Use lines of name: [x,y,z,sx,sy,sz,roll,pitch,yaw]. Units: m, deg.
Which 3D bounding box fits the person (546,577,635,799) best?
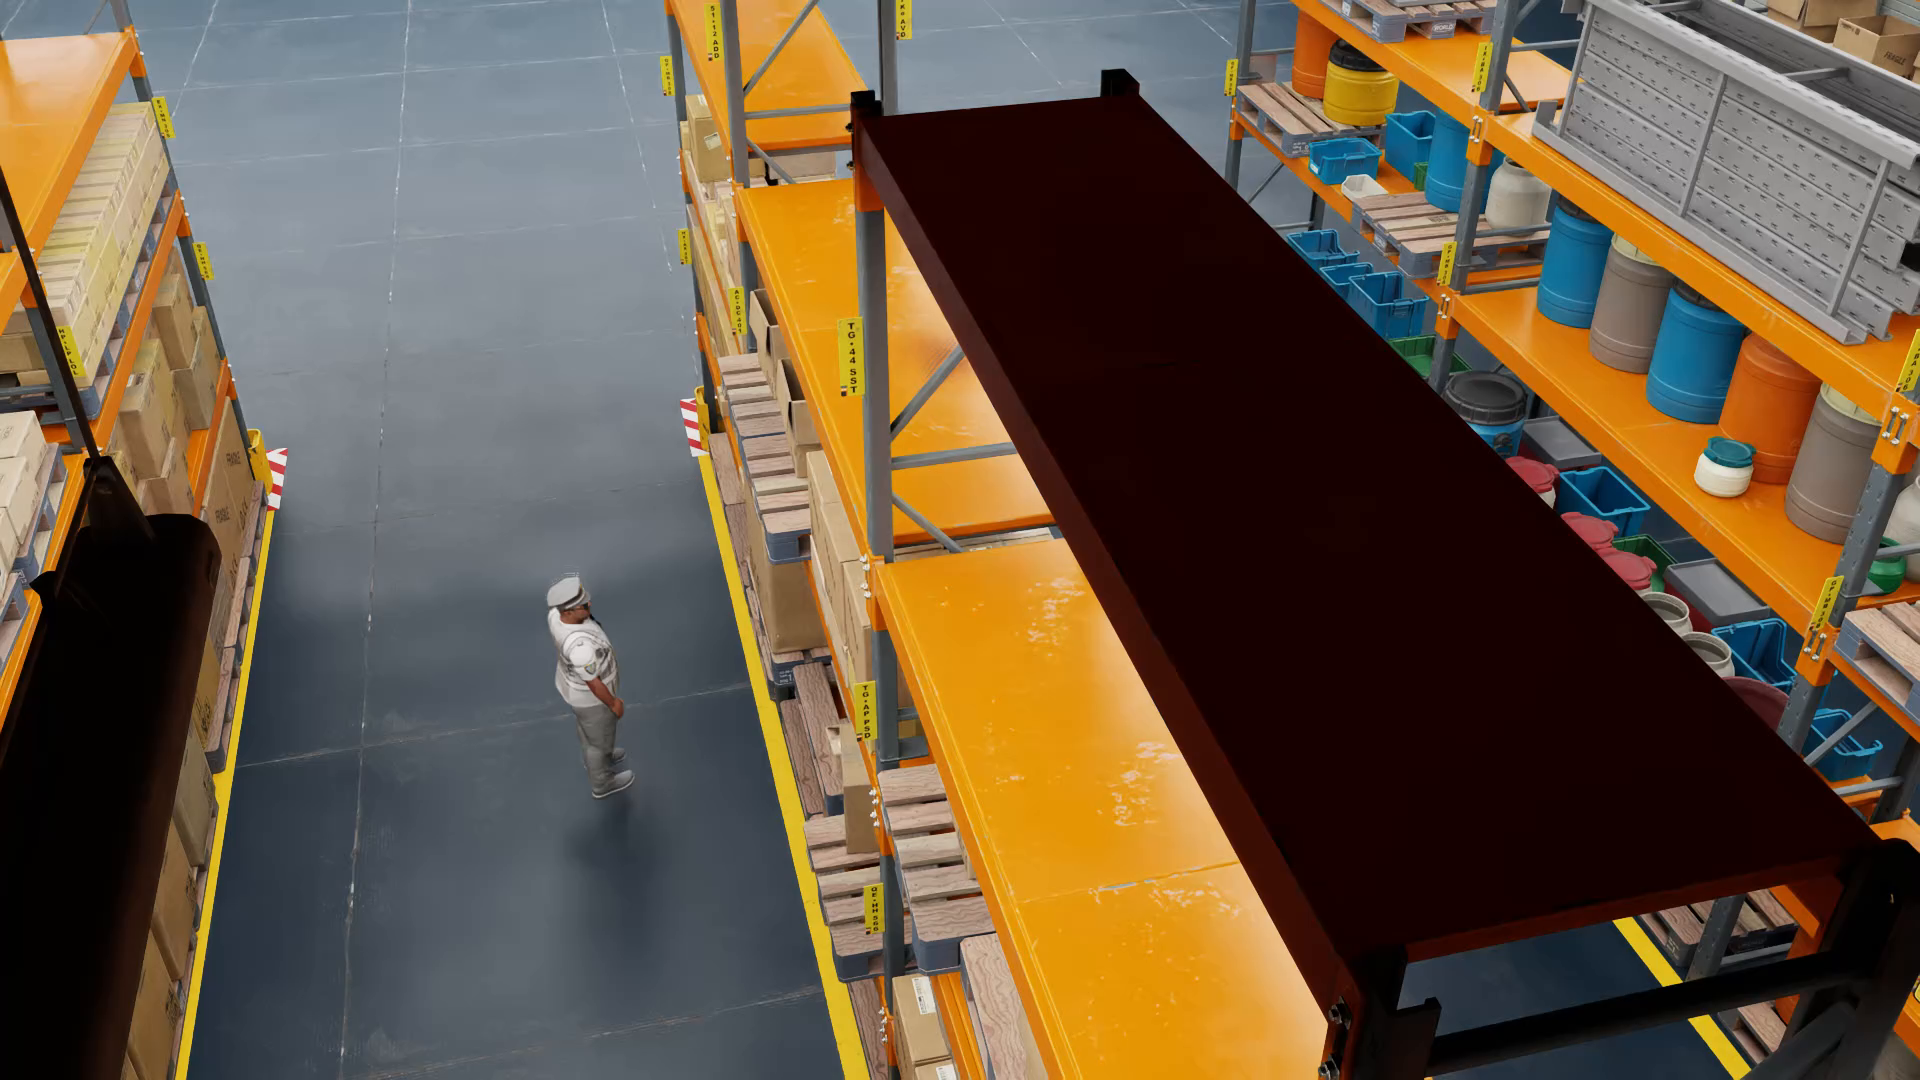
person: [-2.412,0.957,10.922,0.452,1.798,0.631,-19,39,-26]
